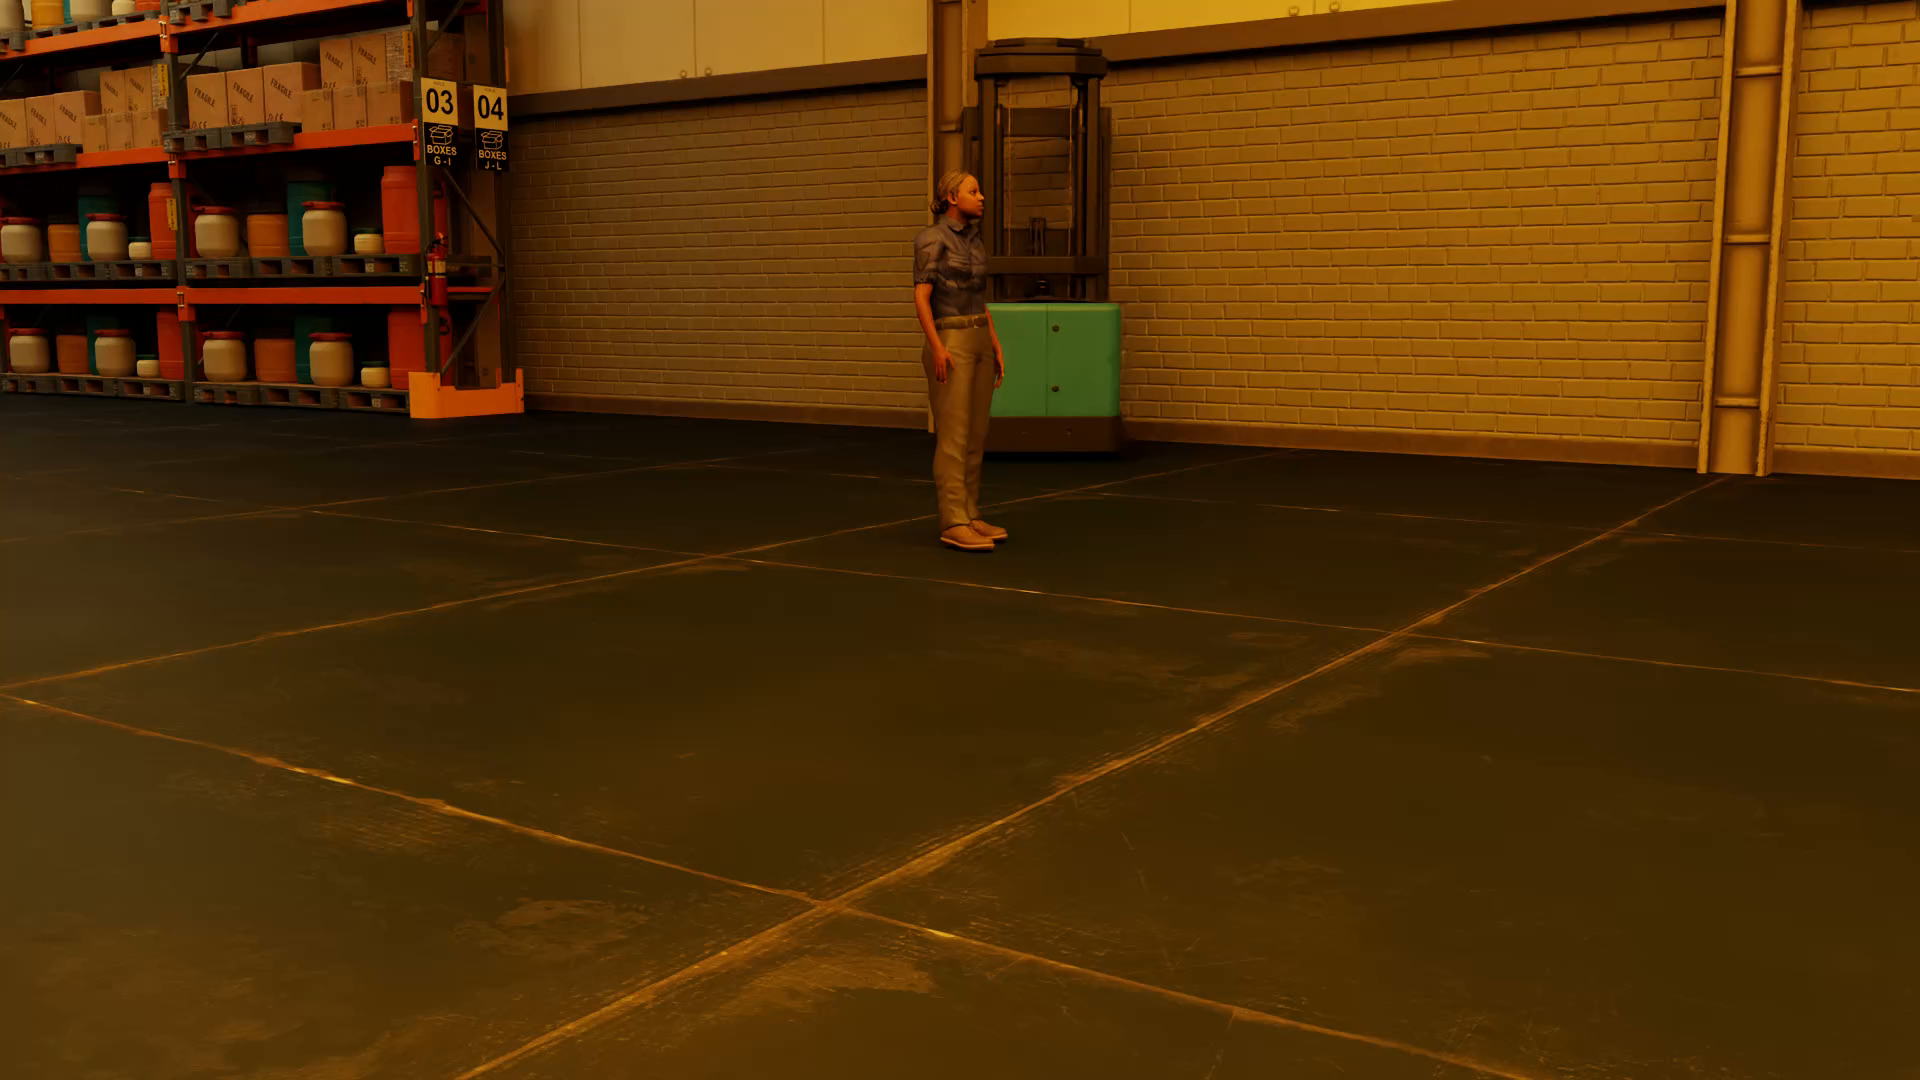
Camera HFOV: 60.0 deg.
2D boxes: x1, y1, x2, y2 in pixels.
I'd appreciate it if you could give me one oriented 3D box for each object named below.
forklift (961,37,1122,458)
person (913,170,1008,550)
[{"bbox_3d":[0.560,-2.192,12.610,1.130,2.935,3.031,0,8,-1],"label":"forklift"},{"bbox_3d":[0.061,-0.817,7.421,0.504,1.654,0.569,5,10,34],"label":"person"}]
